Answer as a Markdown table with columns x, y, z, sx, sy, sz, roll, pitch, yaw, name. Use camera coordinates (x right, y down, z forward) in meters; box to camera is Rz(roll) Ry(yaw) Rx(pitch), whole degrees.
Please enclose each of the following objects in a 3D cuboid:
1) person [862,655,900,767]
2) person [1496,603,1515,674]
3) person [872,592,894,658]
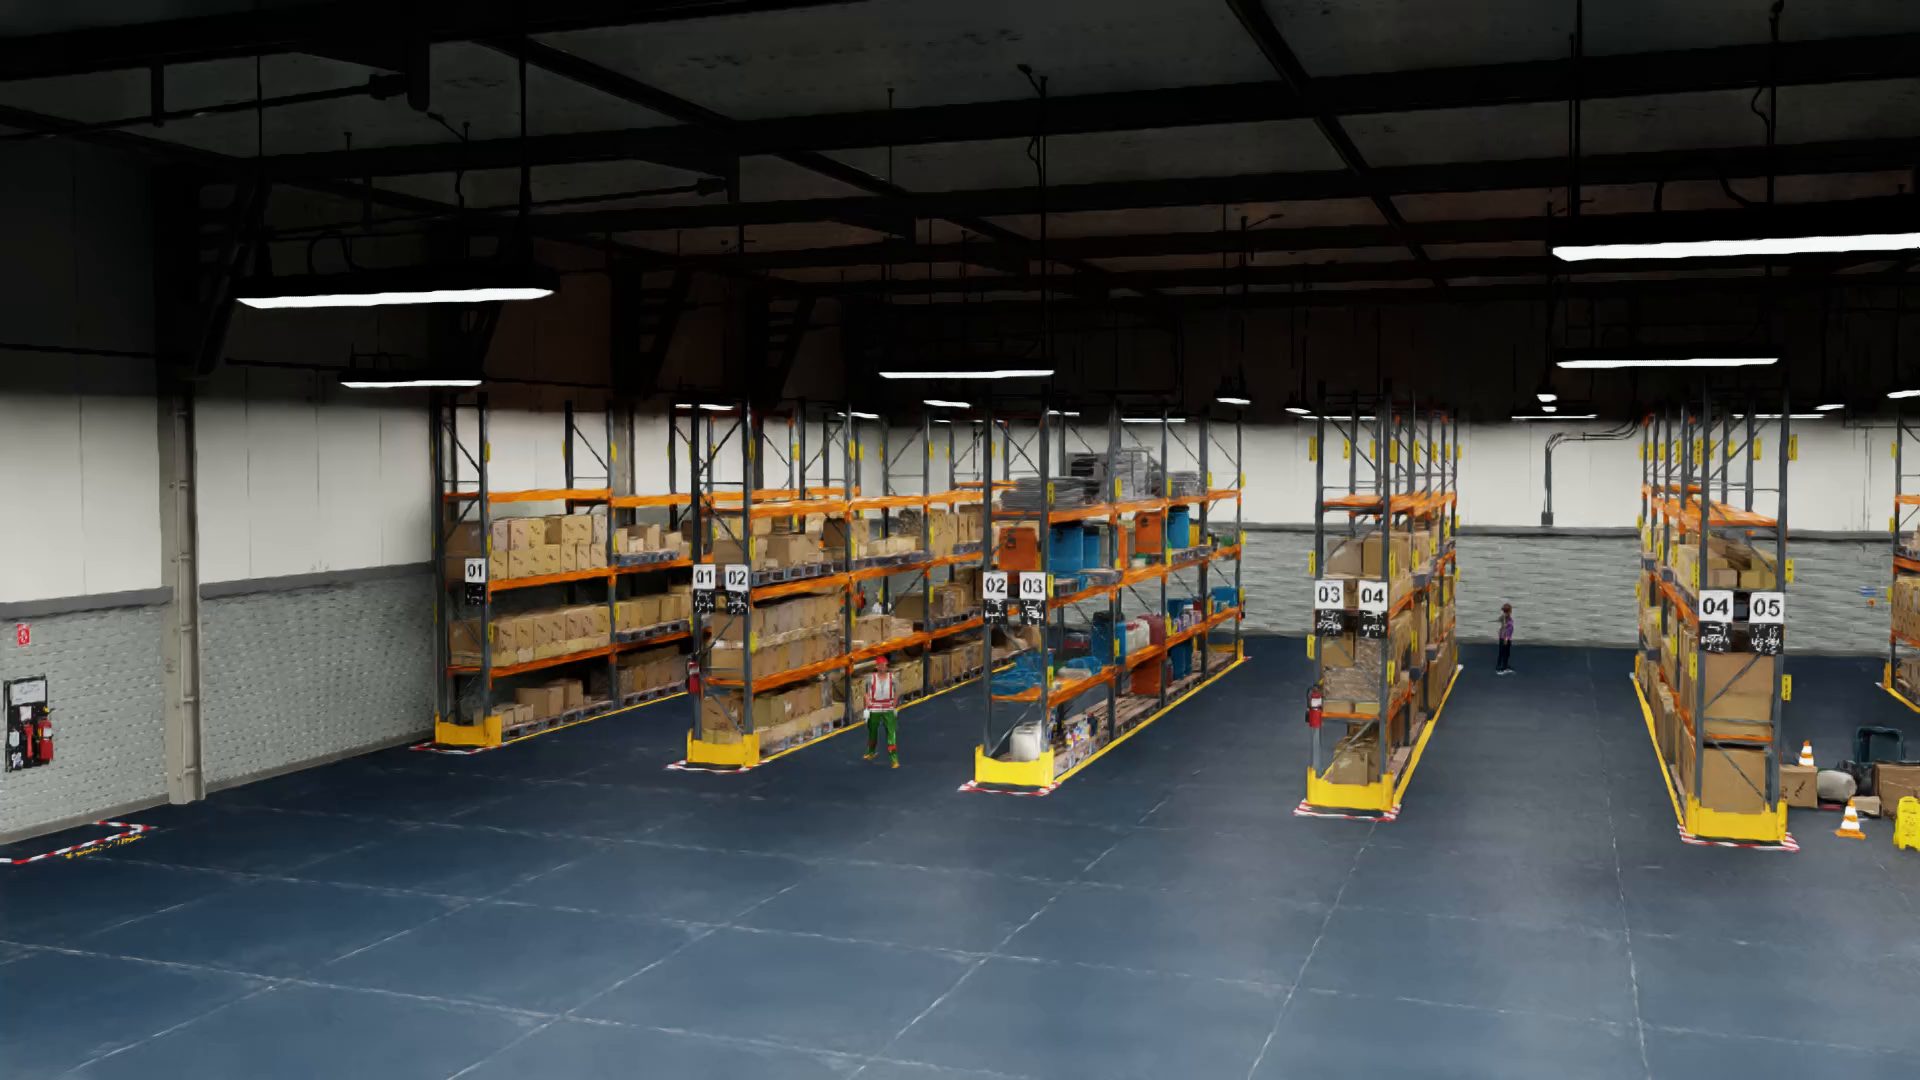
| x | y | z | sx | sy | sz | roll | pitch | yaw | name |
| --- | --- | --- | --- | --- | --- | --- | --- | --- | --- |
| -1.265 | 2.713 | 26.518 | 0.577 | 1.762 | 0.948 | 0 | 3 | -6 | person |
| 12.246 | 2.203 | 37.329 | 0.365 | 1.601 | 0.510 | 2 | 4 | 33 | person |
| -1.876 | 2.060 | 40.171 | 0.592 | 1.625 | 0.526 | 1 | 3 | 17 | person |
